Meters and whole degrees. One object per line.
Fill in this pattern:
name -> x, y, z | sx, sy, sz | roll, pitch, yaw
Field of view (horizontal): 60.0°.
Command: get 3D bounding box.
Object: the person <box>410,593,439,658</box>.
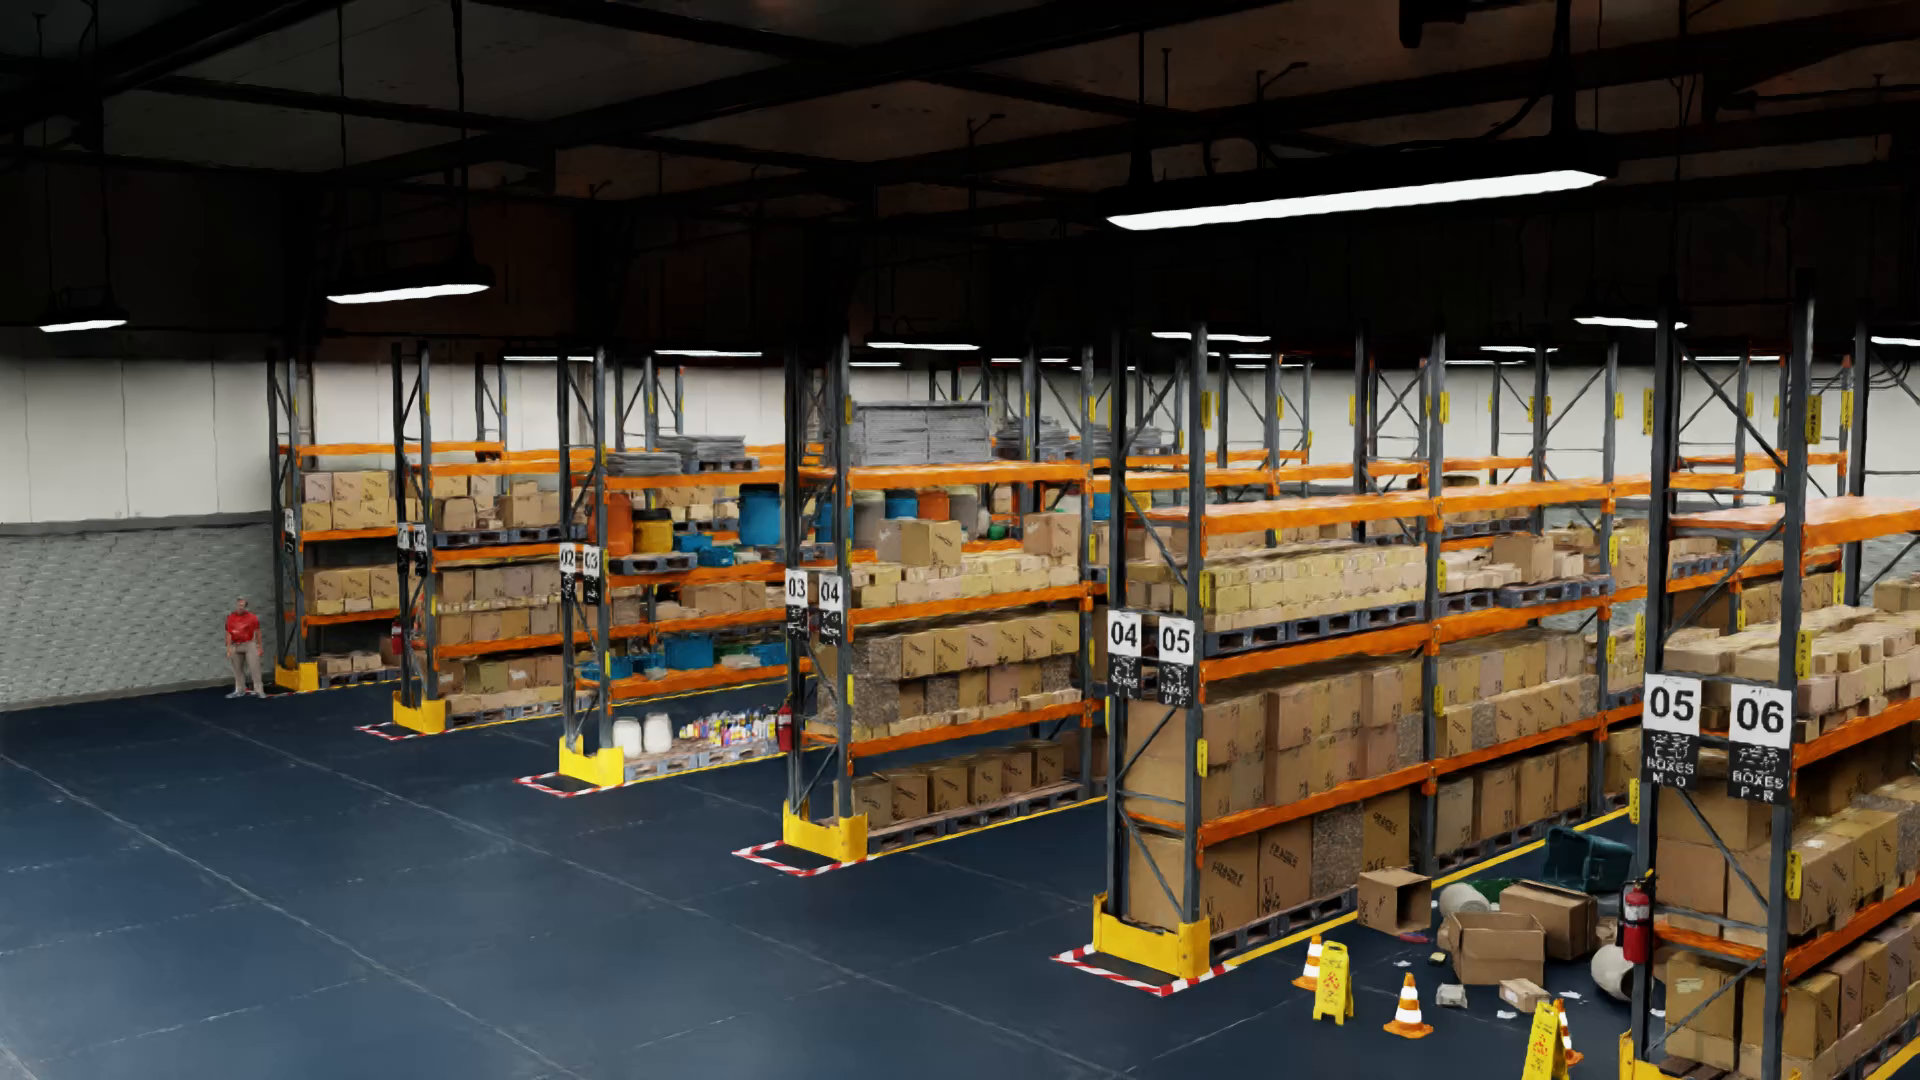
person -> -9.315, 1.754, 29.386 | 0.678, 1.732, 0.752 | 2, 5, 25

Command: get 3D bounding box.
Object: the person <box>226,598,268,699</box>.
person -> -12.174, 1.844, 28.347 | 0.772, 1.719, 0.582 | -1, 5, -8
